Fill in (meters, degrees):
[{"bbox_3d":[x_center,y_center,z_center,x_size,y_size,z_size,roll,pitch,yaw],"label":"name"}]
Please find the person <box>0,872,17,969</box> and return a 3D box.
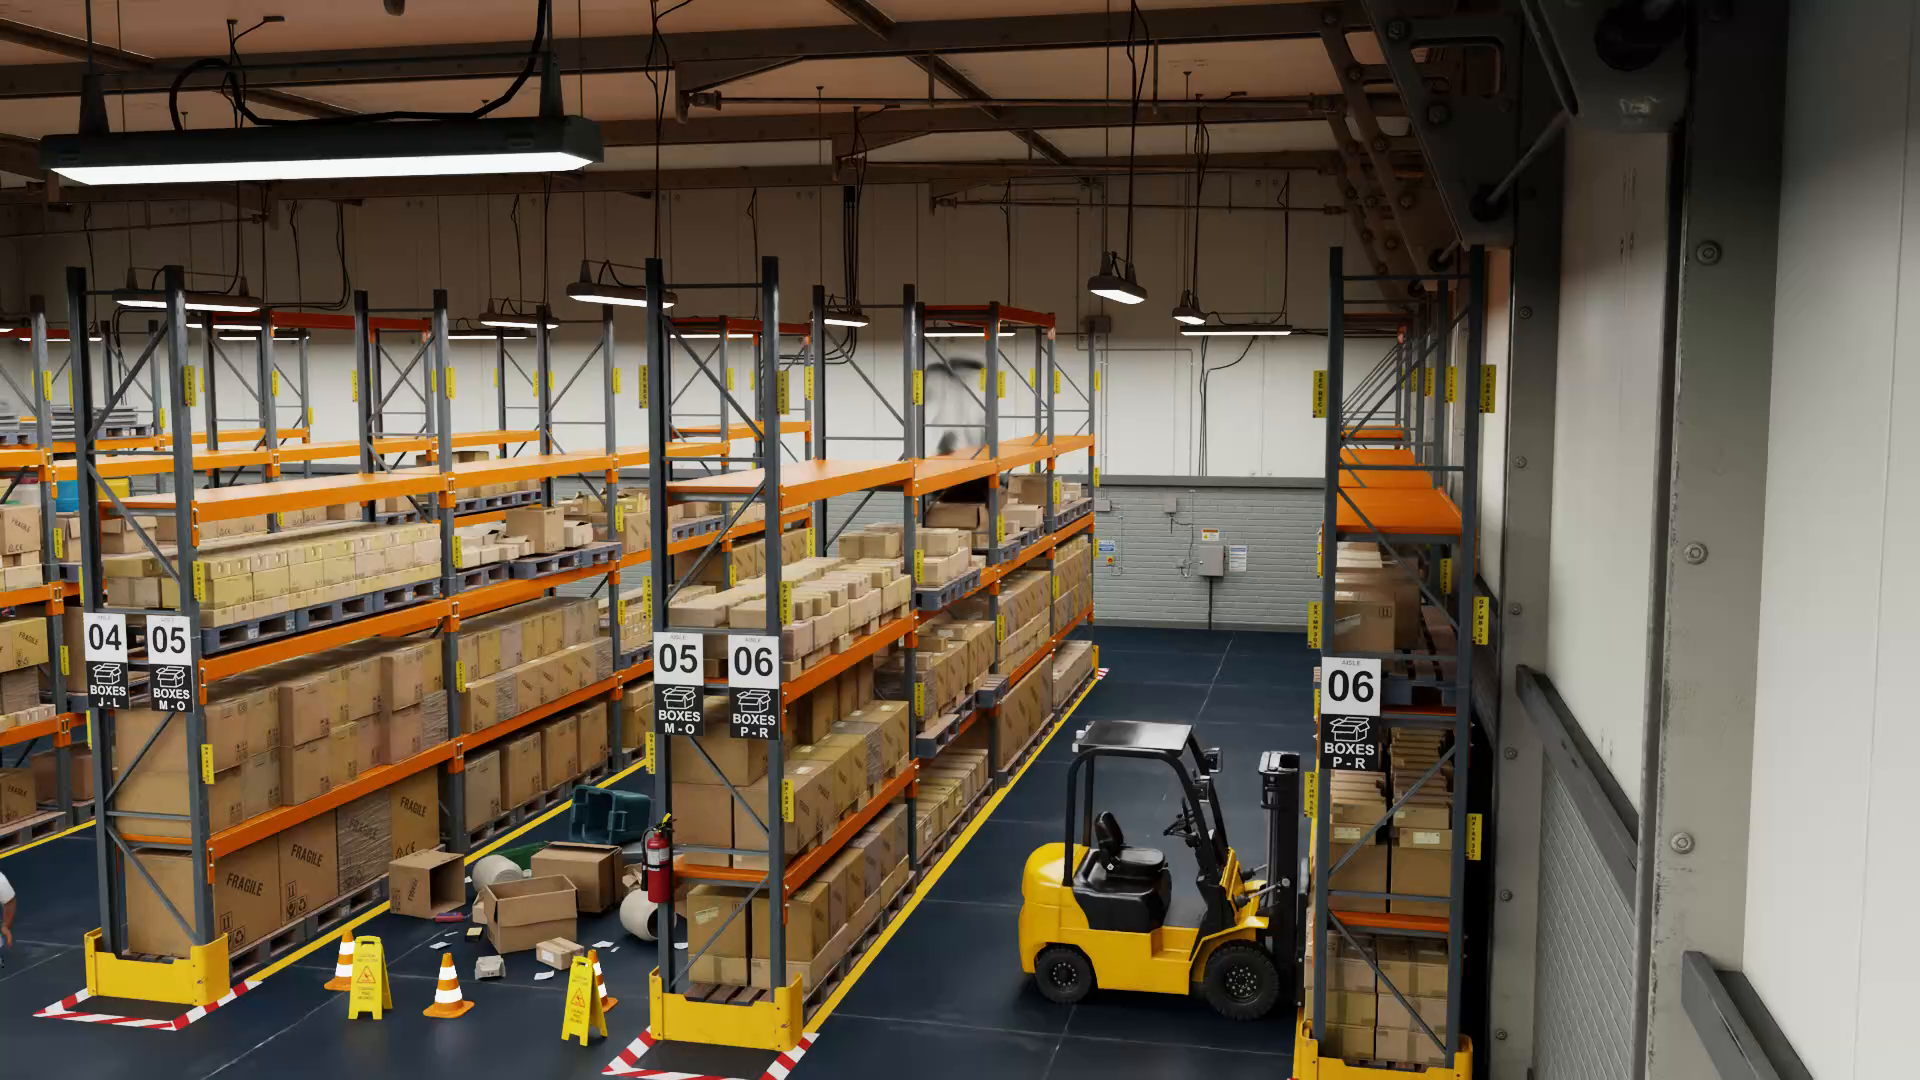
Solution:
[{"bbox_3d":[-7.380,3.066,12.391,0.700,1.738,0.720,-5,8,-41],"label":"person"}]
